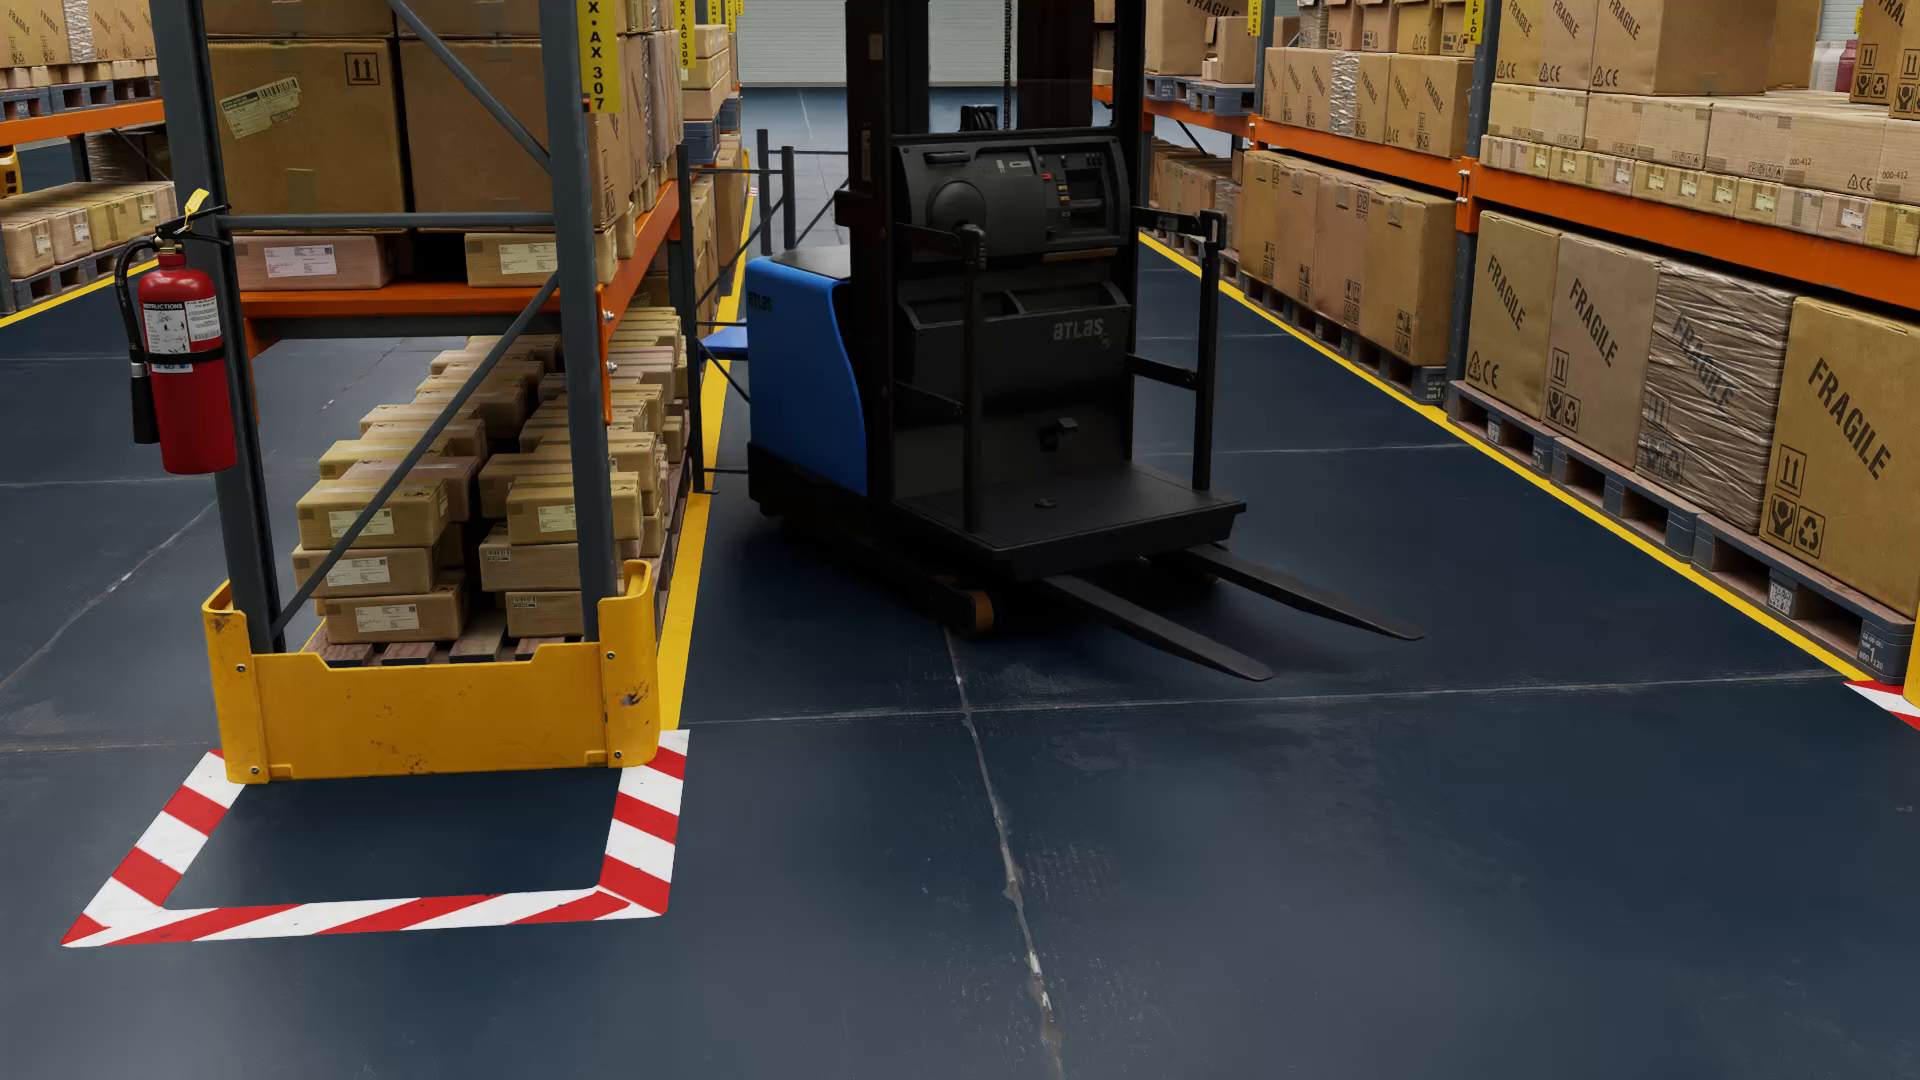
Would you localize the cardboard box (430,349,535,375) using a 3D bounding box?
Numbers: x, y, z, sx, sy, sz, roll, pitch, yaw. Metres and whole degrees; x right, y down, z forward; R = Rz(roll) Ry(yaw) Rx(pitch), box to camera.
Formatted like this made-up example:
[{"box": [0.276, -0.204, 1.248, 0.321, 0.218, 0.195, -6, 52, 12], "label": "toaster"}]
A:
[{"box": [-1.993, -0.701, 6.968, 0.380, 0.149, 0.250, -1, 17, -4], "label": "cardboard box"}]

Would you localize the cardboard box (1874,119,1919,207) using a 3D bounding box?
[{"box": [3.181, -1.137, 5.045, 0.500, 0.250, 0.500, -2, 18, -7], "label": "cardboard box"}]

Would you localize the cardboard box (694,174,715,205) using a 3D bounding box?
[{"box": [-1.943, -2.361, 11.409, 0.500, 0.250, 0.500, -2, 18, -7], "label": "cardboard box"}]

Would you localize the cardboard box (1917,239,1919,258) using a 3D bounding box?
[{"box": [3.130, -0.907, 4.977, 0.380, 0.149, 0.250, -1, 17, -5], "label": "cardboard box"}]

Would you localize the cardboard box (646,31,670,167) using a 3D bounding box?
[{"box": [-1.429, -1.751, 6.582, 0.500, 0.500, 0.500, -2, 18, -6], "label": "cardboard box"}]

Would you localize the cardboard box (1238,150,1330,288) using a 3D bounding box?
[{"box": [2.720, -2.295, 11.824, 1.225, 0.875, 0.875, -3, 18, -8], "label": "cardboard box"}]

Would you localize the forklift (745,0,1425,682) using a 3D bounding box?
[{"box": [0.318, -1.228, 5.695, 1.130, 2.935, 3.031, -11, 20, -30], "label": "forklift"}]

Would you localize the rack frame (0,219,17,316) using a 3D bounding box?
[{"box": [-7.188, -3.008, 11.250, 1.000, 3.000, 0.127, -2, 18, -6], "label": "rack frame"}]

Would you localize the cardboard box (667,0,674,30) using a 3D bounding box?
[{"box": [-1.544, -2.534, 7.409, 0.500, 0.500, 0.500, -2, 18, -8], "label": "cardboard box"}]

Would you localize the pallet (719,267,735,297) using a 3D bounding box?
[{"box": [-2.281, -2.098, 13.007, 1.003, 0.211, 1.213, -2, 18, -6], "label": "pallet"}]

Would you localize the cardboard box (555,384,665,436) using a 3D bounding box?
[{"box": [-1.321, -0.490, 6.294, 0.380, 0.149, 0.250, -2, 17, -5], "label": "cardboard box"}]

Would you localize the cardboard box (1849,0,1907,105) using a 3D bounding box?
[{"box": [3.603, -1.813, 5.947, 0.500, 0.500, 0.500, -2, 18, -7], "label": "cardboard box"}]

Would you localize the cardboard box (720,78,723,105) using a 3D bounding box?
[{"box": [-1.608, -2.675, 9.909, 0.380, 0.149, 0.250, -3, 18, -8], "label": "cardboard box"}]

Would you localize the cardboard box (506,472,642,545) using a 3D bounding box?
[{"box": [-1.165, -0.098, 5.047, 0.380, 0.149, 0.250, -3, 18, -8], "label": "cardboard box"}]

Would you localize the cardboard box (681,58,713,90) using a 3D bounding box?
[{"box": [-1.445, -2.353, 8.387, 0.380, 0.149, 0.250, -1, 17, -5], "label": "cardboard box"}]

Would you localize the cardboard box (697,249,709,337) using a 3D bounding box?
[{"box": [-1.731, -1.393, 9.578, 0.500, 0.500, 0.500, -1, 17, -3], "label": "cardboard box"}]

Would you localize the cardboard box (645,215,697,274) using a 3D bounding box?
[{"box": [-1.675, -1.593, 8.964, 0.500, 0.250, 0.500, -3, 18, -8], "label": "cardboard box"}]

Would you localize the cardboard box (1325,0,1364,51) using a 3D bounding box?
[{"box": [2.793, -3.428, 10.746, 0.797, 0.503, 0.637, -1, 17, -4], "label": "cardboard box"}]

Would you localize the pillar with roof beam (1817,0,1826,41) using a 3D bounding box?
[{"box": [12.038, -12.279, 30.766, 9.100, 9.000, 0.400, -2, 18, -6], "label": "pillar with roof beam"}]

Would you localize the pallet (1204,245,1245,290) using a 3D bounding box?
[{"box": [2.590, -2.217, 13.385, 1.003, 0.211, 1.213, -2, 18, -6], "label": "pallet"}]

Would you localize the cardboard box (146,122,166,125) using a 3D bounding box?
[{"box": [-8.100, -4.076, 17.291, 0.500, 0.500, 0.500, -1, 17, -5], "label": "cardboard box"}]

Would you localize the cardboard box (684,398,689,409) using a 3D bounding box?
[{"box": [-1.483, -0.733, 8.063, 0.380, 0.149, 0.250, -2, 17, -5], "label": "cardboard box"}]

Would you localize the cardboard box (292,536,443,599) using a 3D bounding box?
[{"box": [-1.788, 0.062, 5.034, 0.380, 0.149, 0.250, -2, 18, -7], "label": "cardboard box"}]

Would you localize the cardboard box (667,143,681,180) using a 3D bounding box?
[{"box": [-1.465, -1.728, 7.593, 0.380, 0.149, 0.250, -2, 18, -7], "label": "cardboard box"}]

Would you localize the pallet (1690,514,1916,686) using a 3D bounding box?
[{"box": [3.334, 0.164, 5.802, 1.003, 0.211, 1.213, -2, 18, -6], "label": "pallet"}]

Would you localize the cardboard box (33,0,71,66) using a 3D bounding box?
[{"box": [-7.126, -3.852, 12.575, 0.500, 0.500, 0.500, -1, 17, -5], "label": "cardboard box"}]

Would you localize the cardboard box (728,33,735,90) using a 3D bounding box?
[{"box": [-2.755, -4.892, 17.000, 0.875, 0.550, 0.550, -2, 18, -6], "label": "cardboard box"}]

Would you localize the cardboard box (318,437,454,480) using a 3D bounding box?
[{"box": [-1.878, -0.231, 5.471, 0.380, 0.149, 0.250, -2, 18, -7], "label": "cardboard box"}]

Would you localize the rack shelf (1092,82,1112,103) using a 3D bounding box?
[{"box": [2.051, -4.759, 18.027, 1.077, 0.370, 4.000, -2, 18, -6], "label": "rack shelf"}]

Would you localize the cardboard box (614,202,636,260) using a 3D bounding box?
[{"box": [-1.199, -0.951, 5.117, 0.380, 0.149, 0.250, -2, 18, -7], "label": "cardboard box"}]

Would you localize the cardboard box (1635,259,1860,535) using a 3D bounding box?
[{"box": [3.255, -0.577, 6.352, 0.875, 0.875, 0.875, -2, 18, -6], "label": "cardboard box"}]

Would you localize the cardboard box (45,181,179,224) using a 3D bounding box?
[{"box": [-7.544, -2.990, 14.880, 0.950, 0.372, 0.625, -2, 17, -5], "label": "cardboard box"}]

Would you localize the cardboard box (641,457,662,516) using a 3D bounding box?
[{"box": [-1.252, -0.187, 5.827, 0.380, 0.149, 0.250, -1, 17, -4], "label": "cardboard box"}]

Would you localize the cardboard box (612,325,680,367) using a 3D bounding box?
[{"box": [-1.468, -0.876, 7.526, 0.380, 0.149, 0.250, -2, 18, -6], "label": "cardboard box"}]

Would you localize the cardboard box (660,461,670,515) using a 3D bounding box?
[{"box": [-1.303, -0.192, 6.341, 0.380, 0.149, 0.250, -3, 18, -8], "label": "cardboard box"}]

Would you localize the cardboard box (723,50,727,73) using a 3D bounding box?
[{"box": [-1.686, -3.048, 10.600, 0.380, 0.149, 0.250, -2, 18, -6], "label": "cardboard box"}]

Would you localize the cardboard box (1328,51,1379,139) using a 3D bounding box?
[{"box": [2.610, -2.753, 10.273, 0.500, 0.500, 0.500, -2, 18, -5], "label": "cardboard box"}]

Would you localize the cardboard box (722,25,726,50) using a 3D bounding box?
[{"box": [-1.686, -3.191, 10.559, 0.380, 0.149, 0.250, -1, 17, -4], "label": "cardboard box"}]

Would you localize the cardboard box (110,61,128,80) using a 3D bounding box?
[{"box": [-7.171, -3.905, 13.825, 0.380, 0.149, 0.250, -2, 18, -5], "label": "cardboard box"}]

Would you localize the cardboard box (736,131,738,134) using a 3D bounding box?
[{"box": [-2.871, -4.299, 18.209, 0.875, 0.875, 0.875, -2, 18, -7], "label": "cardboard box"}]

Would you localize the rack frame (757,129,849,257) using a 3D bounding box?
[{"box": [-0.711, -1.210, 8.027, 0.500, 1.500, 0.032, 4, 18, 12], "label": "rack frame"}]

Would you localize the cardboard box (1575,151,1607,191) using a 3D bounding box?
[{"box": [2.892, -1.593, 7.162, 0.380, 0.149, 0.250, -2, 18, -6], "label": "cardboard box"}]

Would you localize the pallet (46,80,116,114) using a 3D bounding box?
[{"box": [-7.433, -3.505, 13.154, 1.003, 0.211, 1.213, -2, 18, -6], "label": "pallet"}]

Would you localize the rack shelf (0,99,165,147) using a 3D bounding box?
[{"box": [-7.394, -3.261, 13.256, 1.077, 0.370, 4.000, -2, 18, -6], "label": "rack shelf"}]

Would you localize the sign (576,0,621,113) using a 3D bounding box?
[{"box": [-0.910, -1.237, 4.165, 0.100, 0.325, 0.005, -2, 18, -6], "label": "sign"}]

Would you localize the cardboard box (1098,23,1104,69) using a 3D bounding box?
[{"box": [2.045, -5.577, 18.771, 0.875, 0.500, 0.500, -2, 18, -6], "label": "cardboard box"}]

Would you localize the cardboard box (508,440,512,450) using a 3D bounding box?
[{"box": [-1.973, -0.405, 6.521, 0.380, 0.149, 0.250, -2, 18, -5], "label": "cardboard box"}]

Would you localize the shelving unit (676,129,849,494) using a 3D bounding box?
[{"box": [-0.821, -1.061, 7.554, 0.538, 1.500, 1.048, 4, 18, 12], "label": "shelving unit"}]

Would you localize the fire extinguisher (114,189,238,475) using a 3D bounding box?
[{"box": [-1.882, -0.503, 4.024, 0.296, 0.674, 0.183, -2, 18, -6], "label": "fire extinguisher"}]

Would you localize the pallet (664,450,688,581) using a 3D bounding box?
[{"box": [-1.628, -0.106, 6.661, 1.003, 0.211, 1.213, -2, 18, -6], "label": "pallet"}]

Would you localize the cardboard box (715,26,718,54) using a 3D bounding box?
[{"box": [-1.554, -2.805, 9.330, 0.380, 0.149, 0.250, -2, 18, -6], "label": "cardboard box"}]

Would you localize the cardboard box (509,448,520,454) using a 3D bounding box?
[{"box": [-1.867, -0.260, 6.555, 0.380, 0.149, 0.250, -1, 17, -4], "label": "cardboard box"}]

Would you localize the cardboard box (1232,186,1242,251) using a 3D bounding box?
[{"box": [2.581, -2.530, 13.168, 0.700, 0.500, 0.500, -3, 18, -9], "label": "cardboard box"}]
